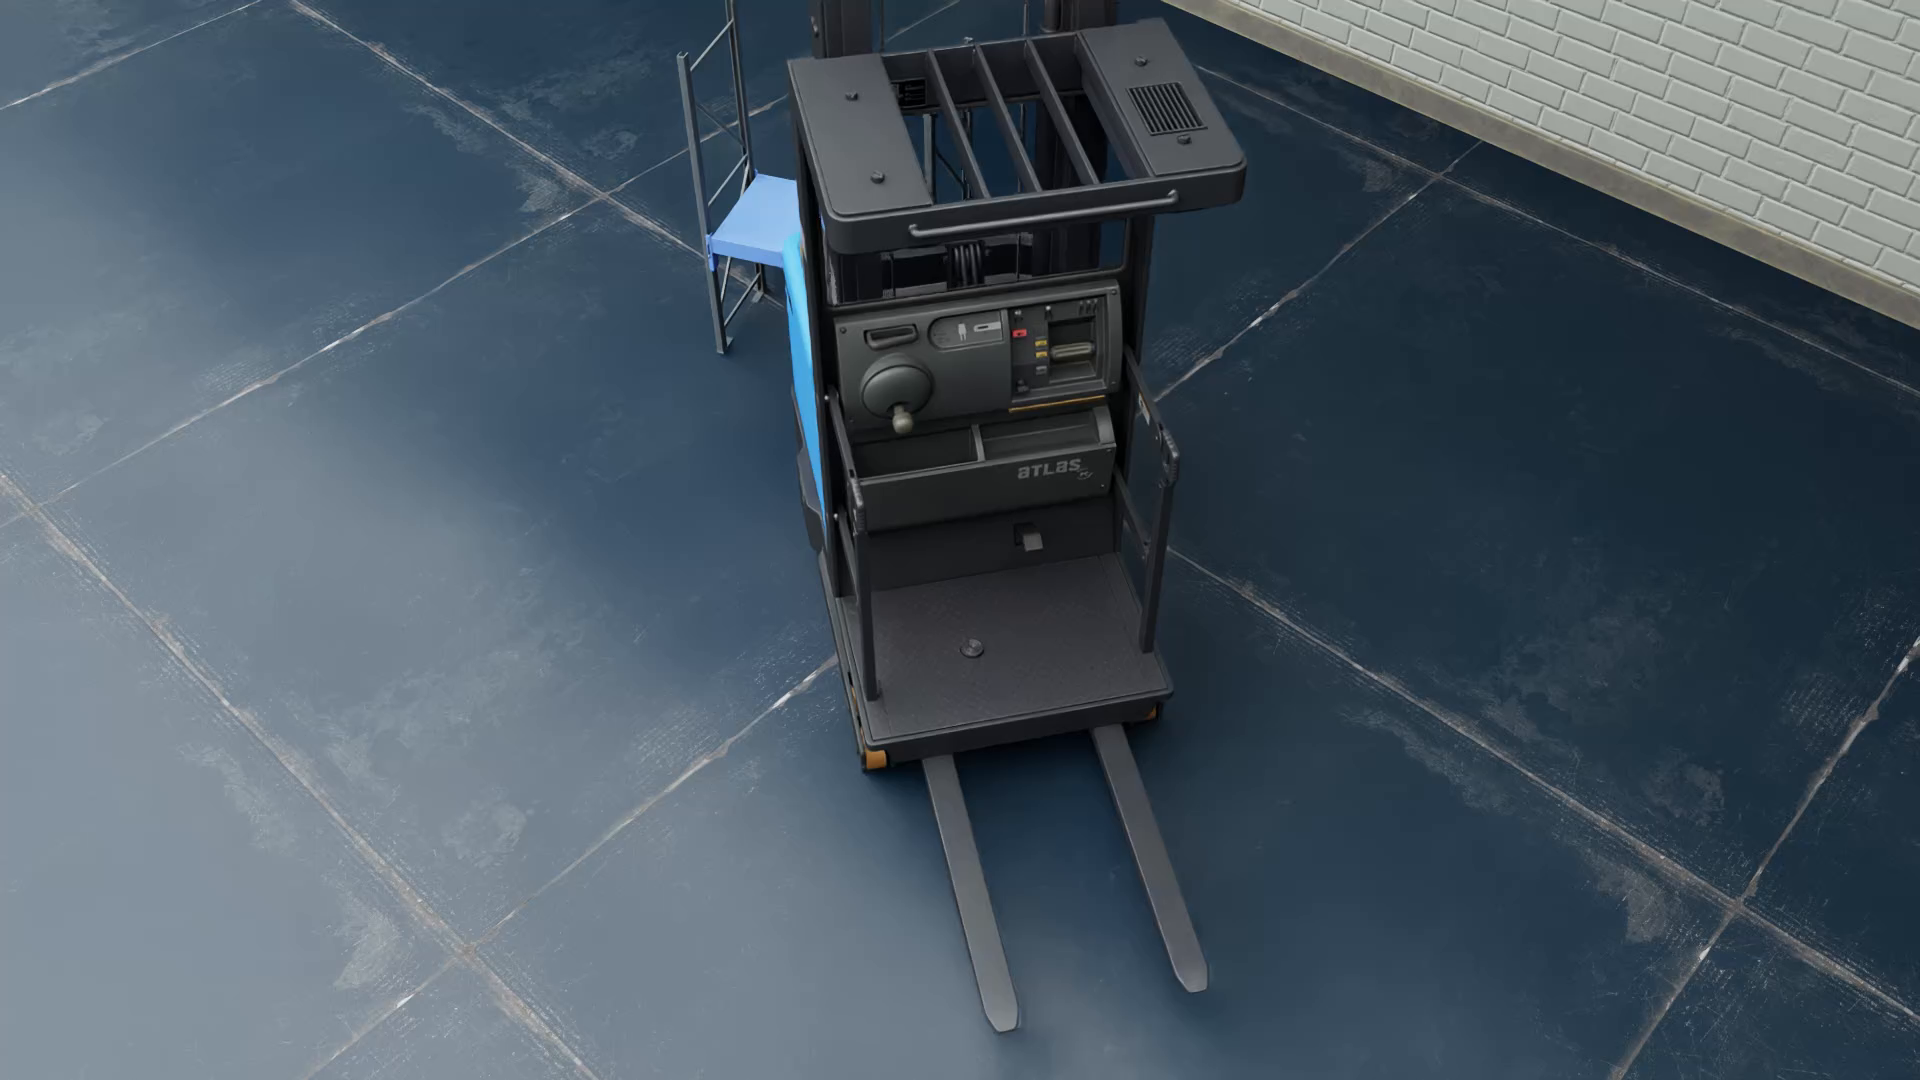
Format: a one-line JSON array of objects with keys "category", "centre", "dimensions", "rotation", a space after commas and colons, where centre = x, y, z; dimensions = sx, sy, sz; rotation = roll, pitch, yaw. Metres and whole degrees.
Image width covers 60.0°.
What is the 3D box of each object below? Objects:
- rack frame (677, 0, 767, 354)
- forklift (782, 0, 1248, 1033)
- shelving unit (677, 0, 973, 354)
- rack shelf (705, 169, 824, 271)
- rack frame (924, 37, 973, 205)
[{"category": "rack frame", "centre": [-1.007, -1.532, 7.160], "dimensions": [0.032, 1.500, 0.500], "rotation": [14, 48, 13]}, {"category": "forklift", "centre": [0.116, -0.486, 5.196], "dimensions": [1.130, 2.935, 3.031], "rotation": [-9, 47, -8]}, {"category": "shelving unit", "centre": [-0.525, -1.413, 7.048], "dimensions": [1.048, 1.500, 0.538], "rotation": [14, 48, 13]}, {"category": "rack shelf", "centre": [-0.525, -1.290, 7.179], "dimensions": [1.000, 0.185, 0.538], "rotation": [14, 48, 13]}, {"category": "rack frame", "centre": [-0.044, -1.294, 6.936], "dimensions": [0.032, 1.500, 0.500], "rotation": [14, 48, 13]}]
